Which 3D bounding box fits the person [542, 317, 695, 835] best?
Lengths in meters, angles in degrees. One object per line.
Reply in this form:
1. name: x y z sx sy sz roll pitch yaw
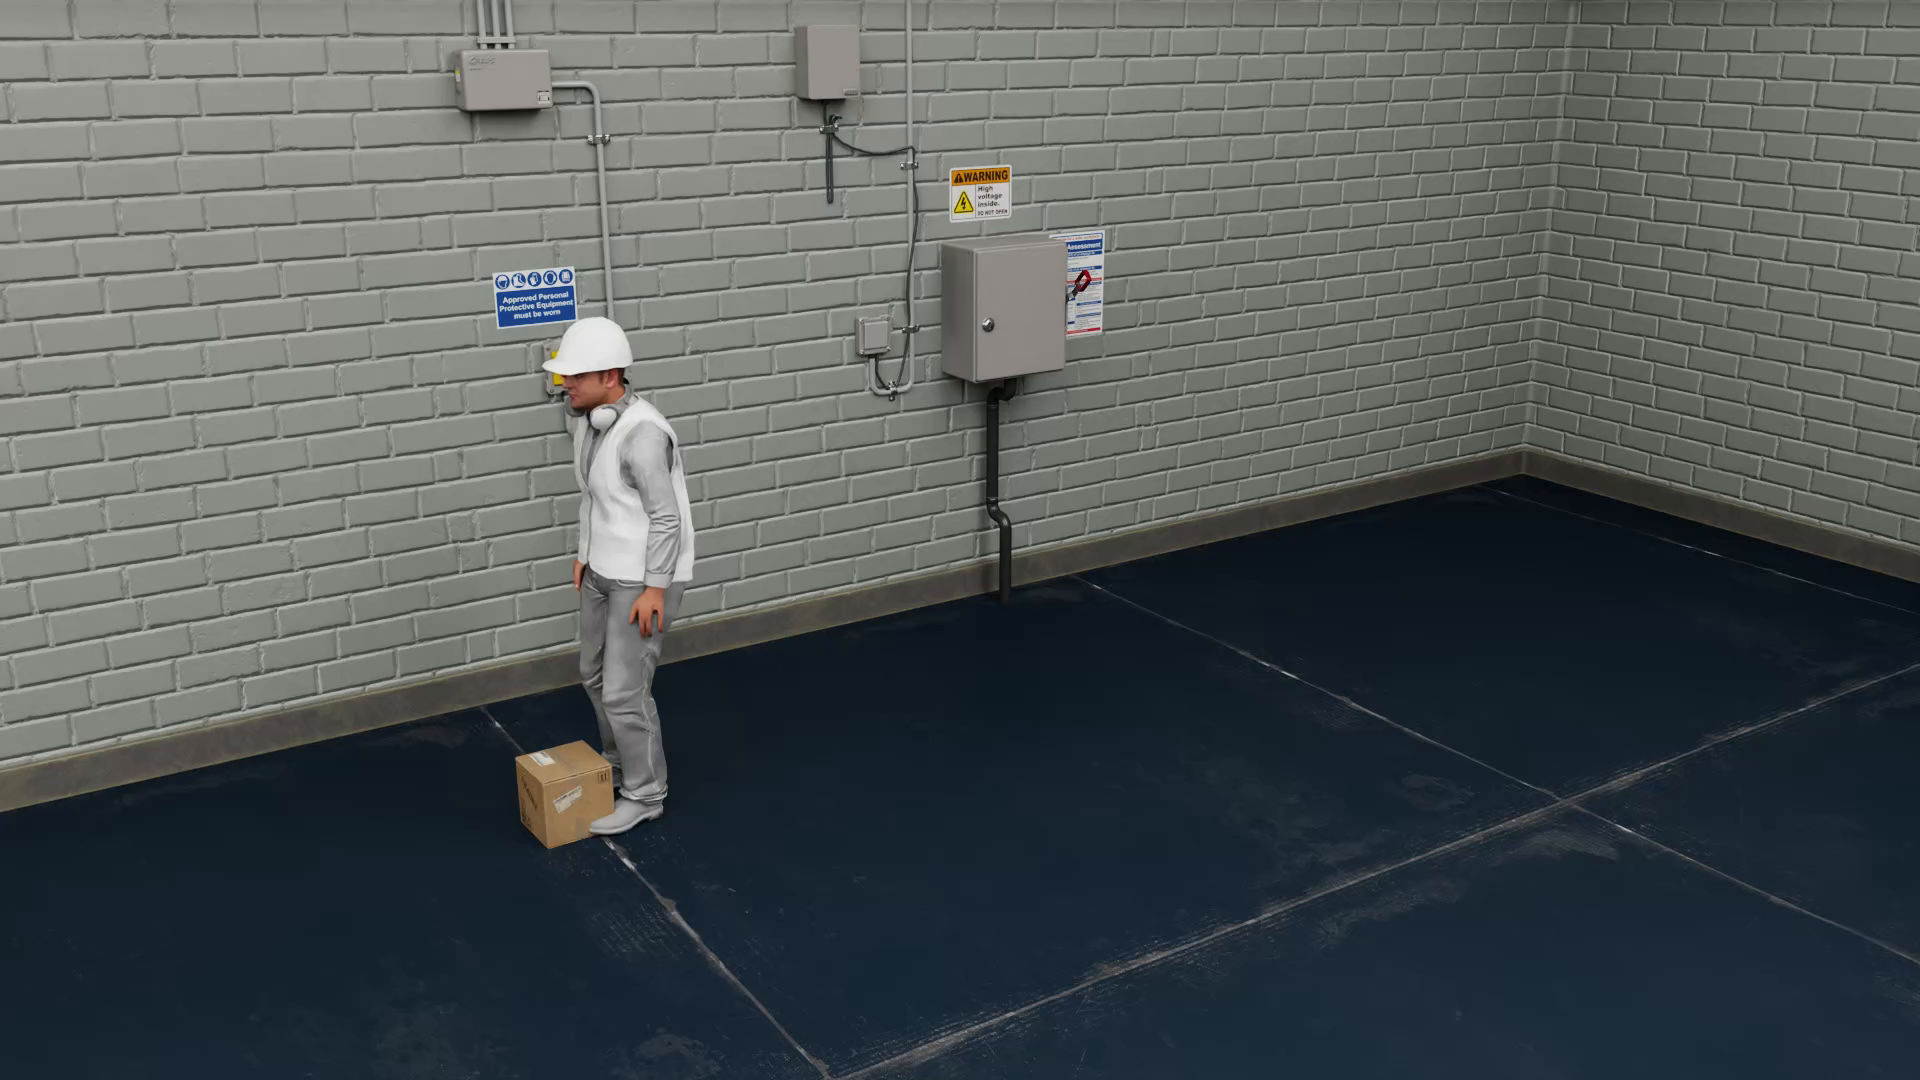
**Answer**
1. person: -1.155 0.113 5.670 0.476 1.767 0.583 -13 22 -34
